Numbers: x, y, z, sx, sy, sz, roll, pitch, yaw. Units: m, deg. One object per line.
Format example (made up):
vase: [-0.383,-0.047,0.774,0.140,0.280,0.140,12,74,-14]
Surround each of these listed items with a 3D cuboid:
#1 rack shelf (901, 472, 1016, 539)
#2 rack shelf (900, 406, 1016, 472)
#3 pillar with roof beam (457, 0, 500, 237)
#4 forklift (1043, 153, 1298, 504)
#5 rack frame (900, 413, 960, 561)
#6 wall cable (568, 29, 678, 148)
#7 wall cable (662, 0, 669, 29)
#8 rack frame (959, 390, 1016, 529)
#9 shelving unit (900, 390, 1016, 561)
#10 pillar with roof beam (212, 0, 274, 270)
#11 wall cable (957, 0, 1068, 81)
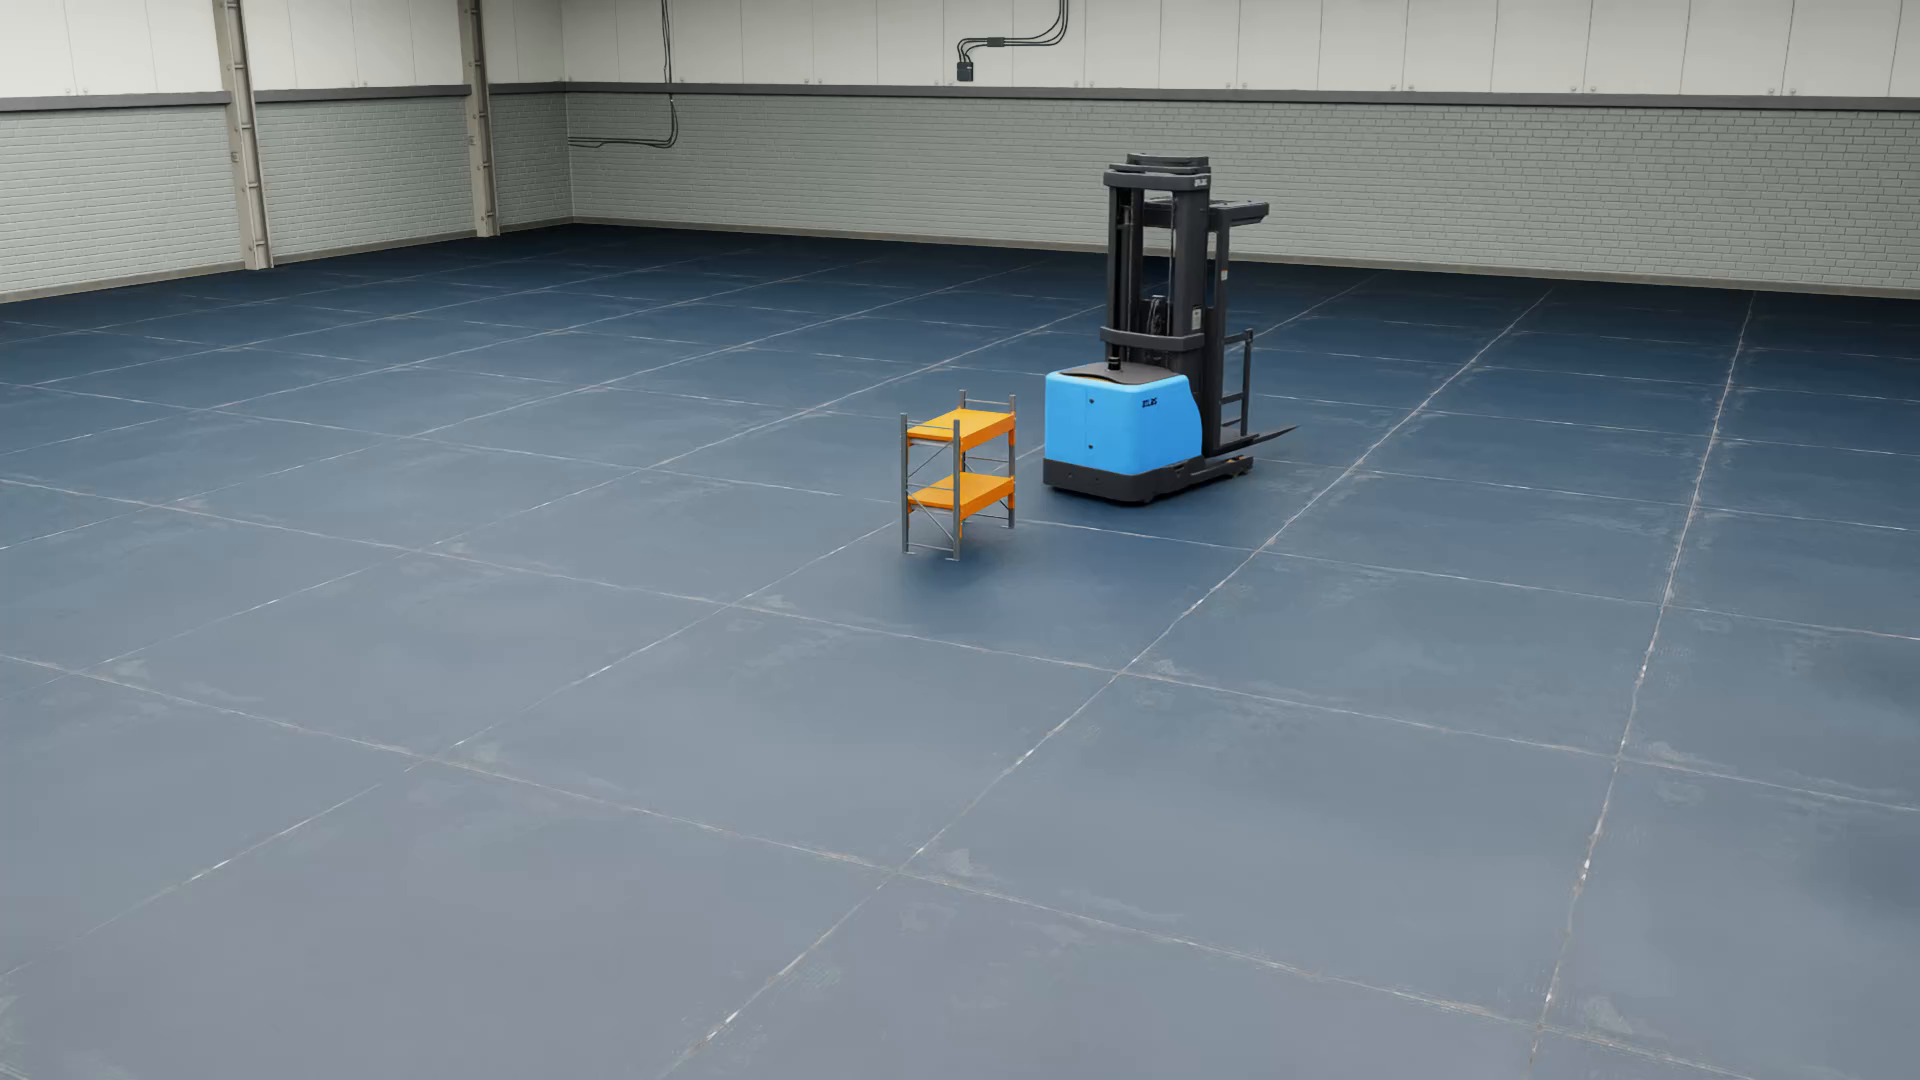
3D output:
rack shelf: [-0.003,-0.303,13.428,0.538,0.278,1.000,8,18,25]
rack shelf: [-0.003,-0.818,13.275,0.538,0.278,1.000,8,18,25]
pillar with roof beam: [-6.146,-10.212,32.102,9.100,9.000,0.400,8,18,25]
forklift: [2.105,-2.071,15.350,1.130,2.935,3.031,14,22,40]
rack frame: [-0.230,-0.408,12.922,0.500,1.125,0.032,8,18,25]
wall cable: [-7.498,-9.854,36.349,3.097,2.526,0.112,8,18,25]
wall cable: [-5.078,-11.930,34.471,3.097,2.526,0.112,8,18,25]
rack frame: [0.224,-0.667,13.794,0.500,1.125,0.032,8,18,25]
shelving unit: [-0.003,-0.537,13.358,0.538,1.125,1.048,8,18,25]
pillar with roof beam: [-8.827,-8.684,26.957,9.100,9.000,0.400,8,18,25]
wall cable: [0.988,-11.761,31.342,2.305,6.003,0.169,8,18,25]
